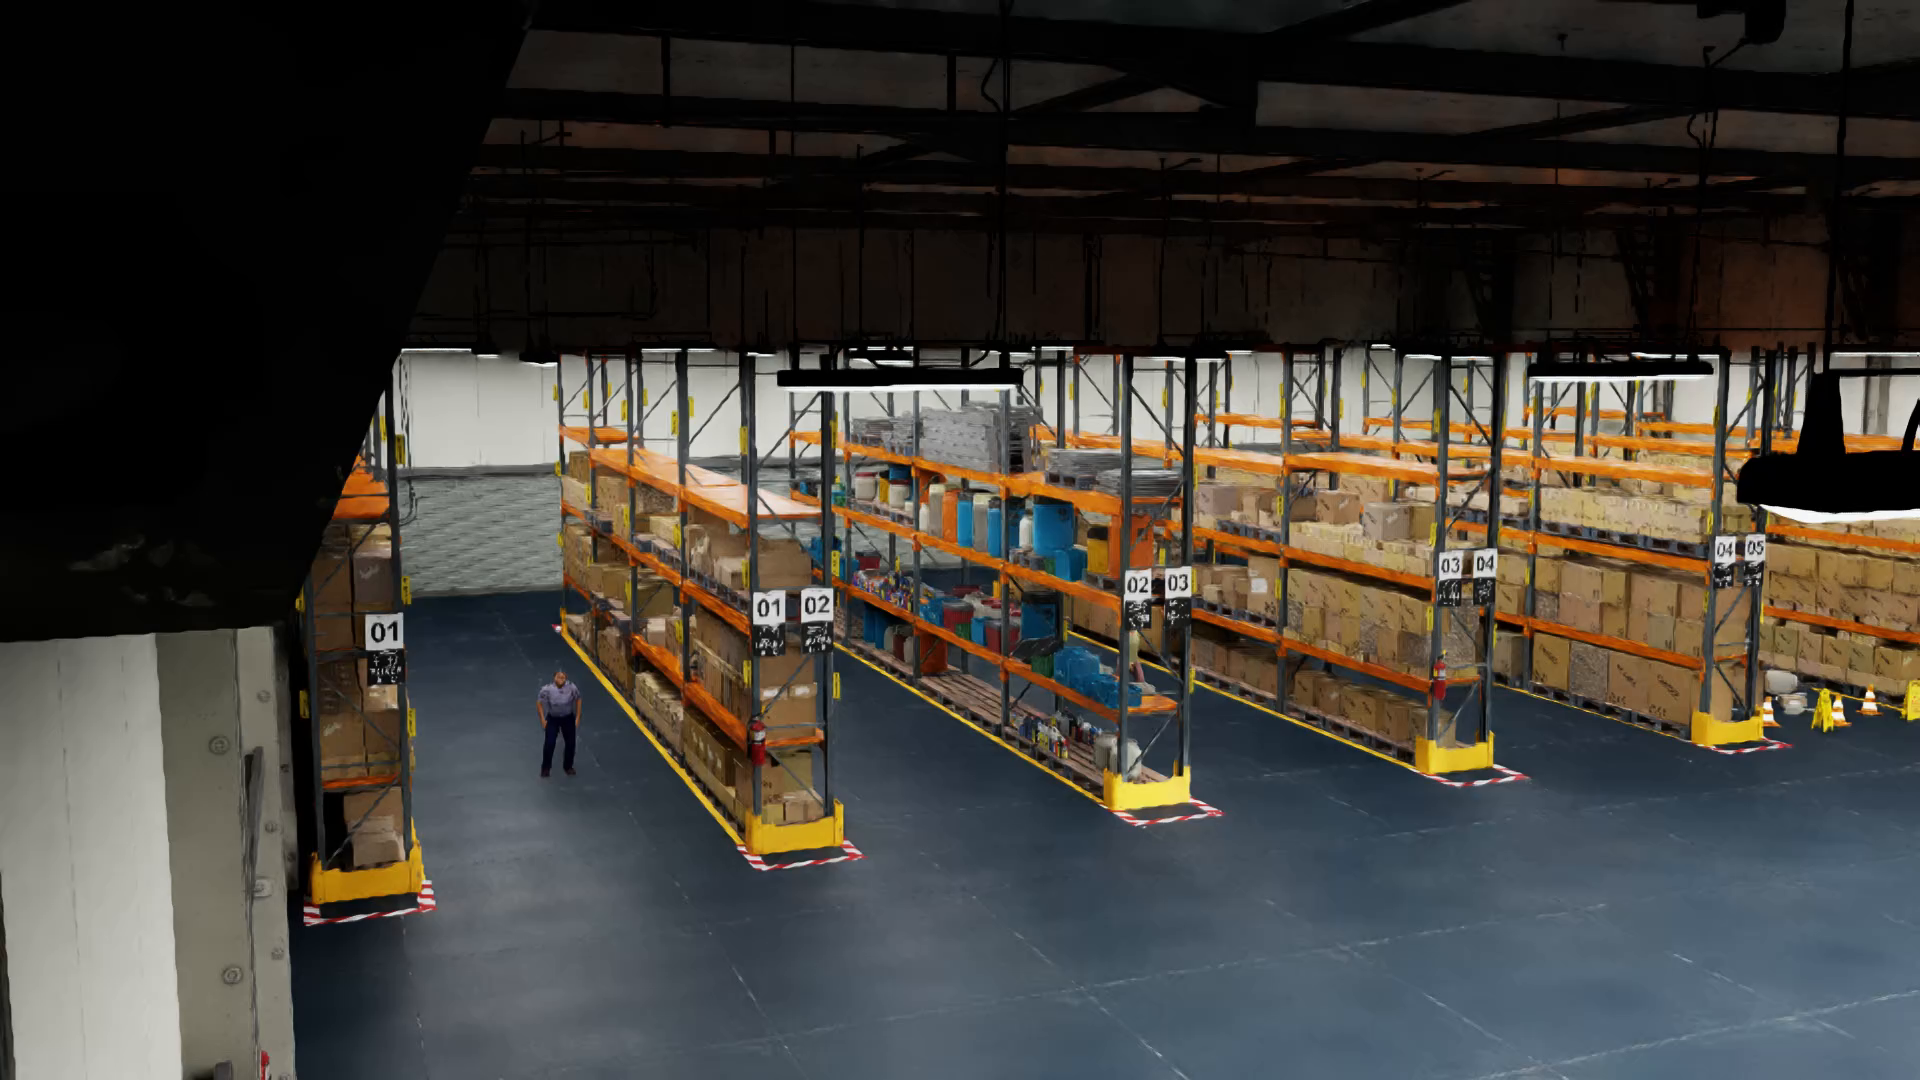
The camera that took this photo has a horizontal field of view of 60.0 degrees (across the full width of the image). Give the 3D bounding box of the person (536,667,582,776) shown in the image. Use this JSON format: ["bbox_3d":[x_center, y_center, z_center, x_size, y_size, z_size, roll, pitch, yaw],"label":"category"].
[{"bbox_3d":[-5.672,2.565,23.553,0.625,1.596,0.510,-3,8,-22],"label":"person"}]

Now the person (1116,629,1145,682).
[{"bbox_3d":[2.819,2.025,27.649,0.446,1.586,1.018,-4,8,-30],"label":"person"}]
